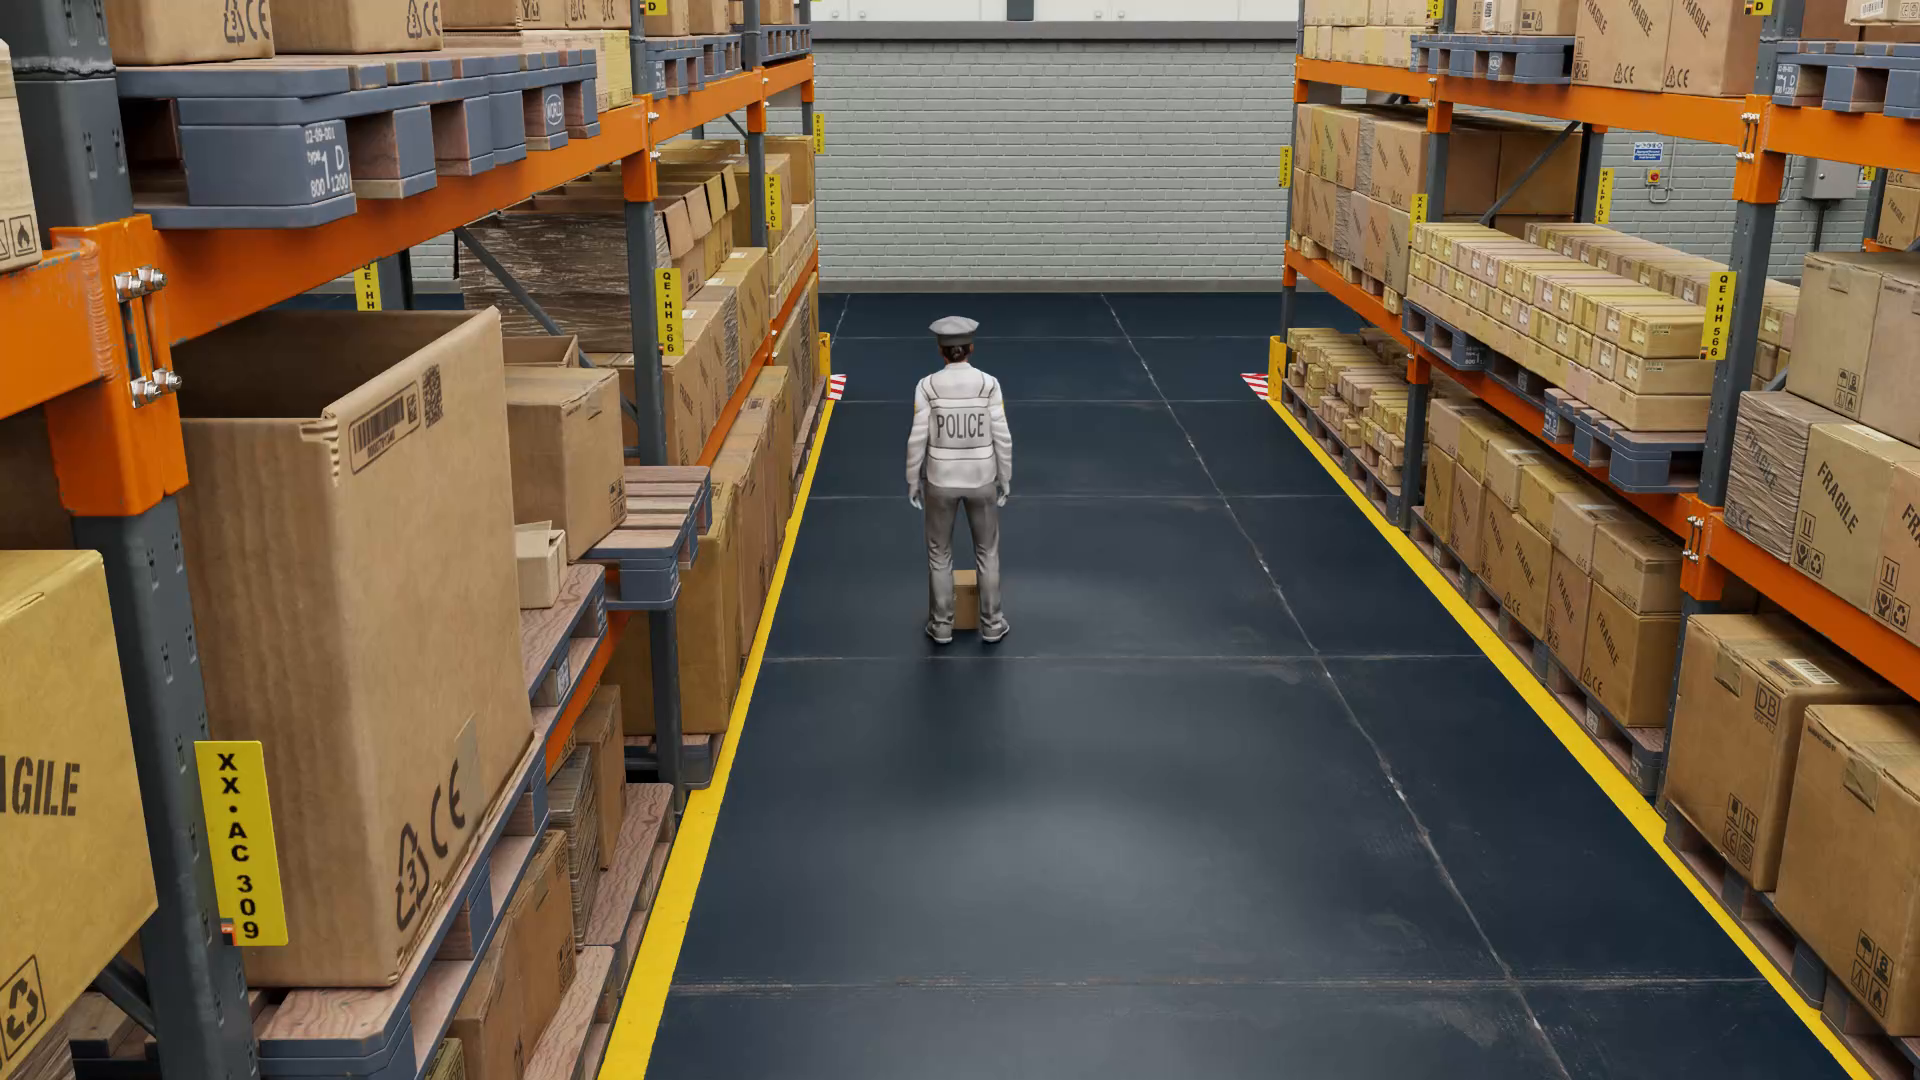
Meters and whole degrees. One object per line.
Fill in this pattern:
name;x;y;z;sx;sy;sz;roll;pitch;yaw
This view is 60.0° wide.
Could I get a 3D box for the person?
person;-0.003;-0.285;8.459;0.539;1.663;0.377;-1;17;-3
